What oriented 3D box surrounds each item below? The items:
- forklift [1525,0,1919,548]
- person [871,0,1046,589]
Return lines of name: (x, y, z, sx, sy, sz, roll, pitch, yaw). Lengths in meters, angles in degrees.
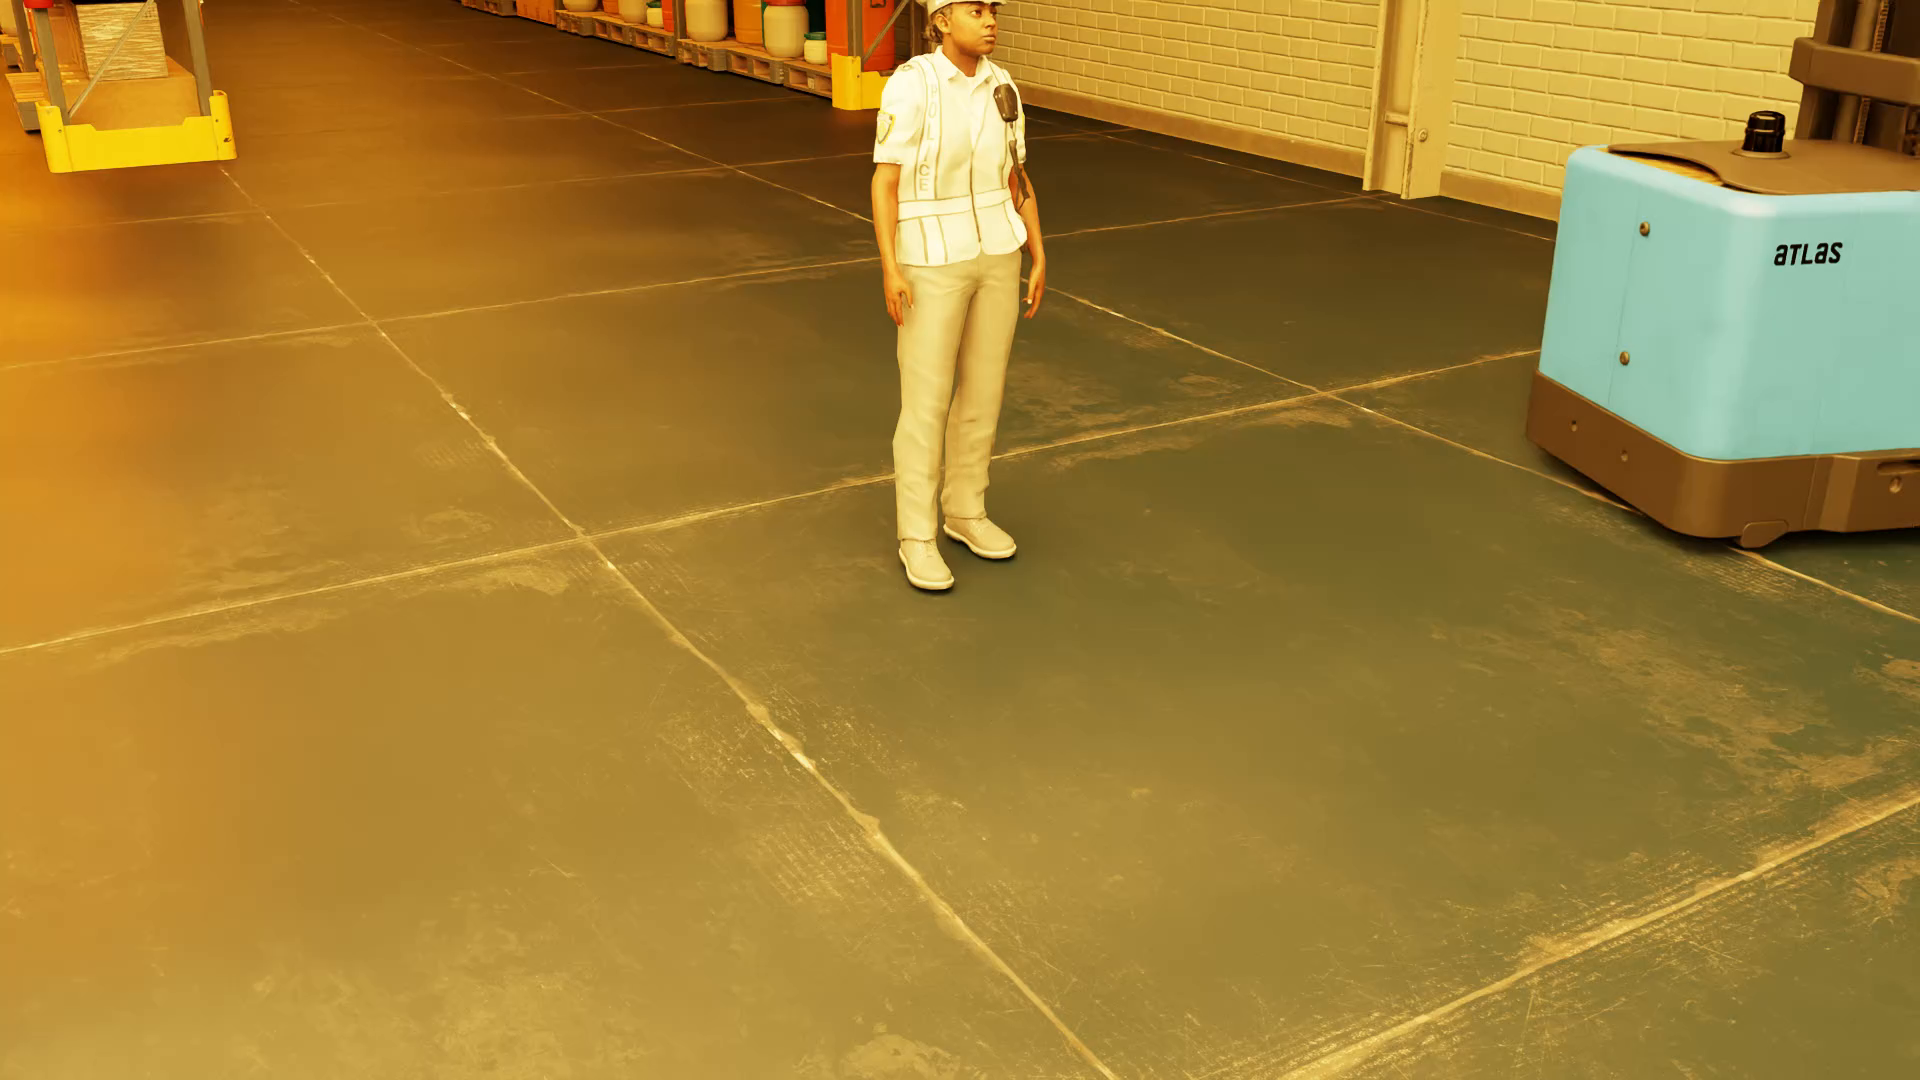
forklift: (3.550, -1.592, 5.153, 3.031, 2.935, 1.130, -4, 23, -10)
person: (0.021, -0.763, 4.741, 0.570, 1.697, 0.528, -12, 25, -28)
